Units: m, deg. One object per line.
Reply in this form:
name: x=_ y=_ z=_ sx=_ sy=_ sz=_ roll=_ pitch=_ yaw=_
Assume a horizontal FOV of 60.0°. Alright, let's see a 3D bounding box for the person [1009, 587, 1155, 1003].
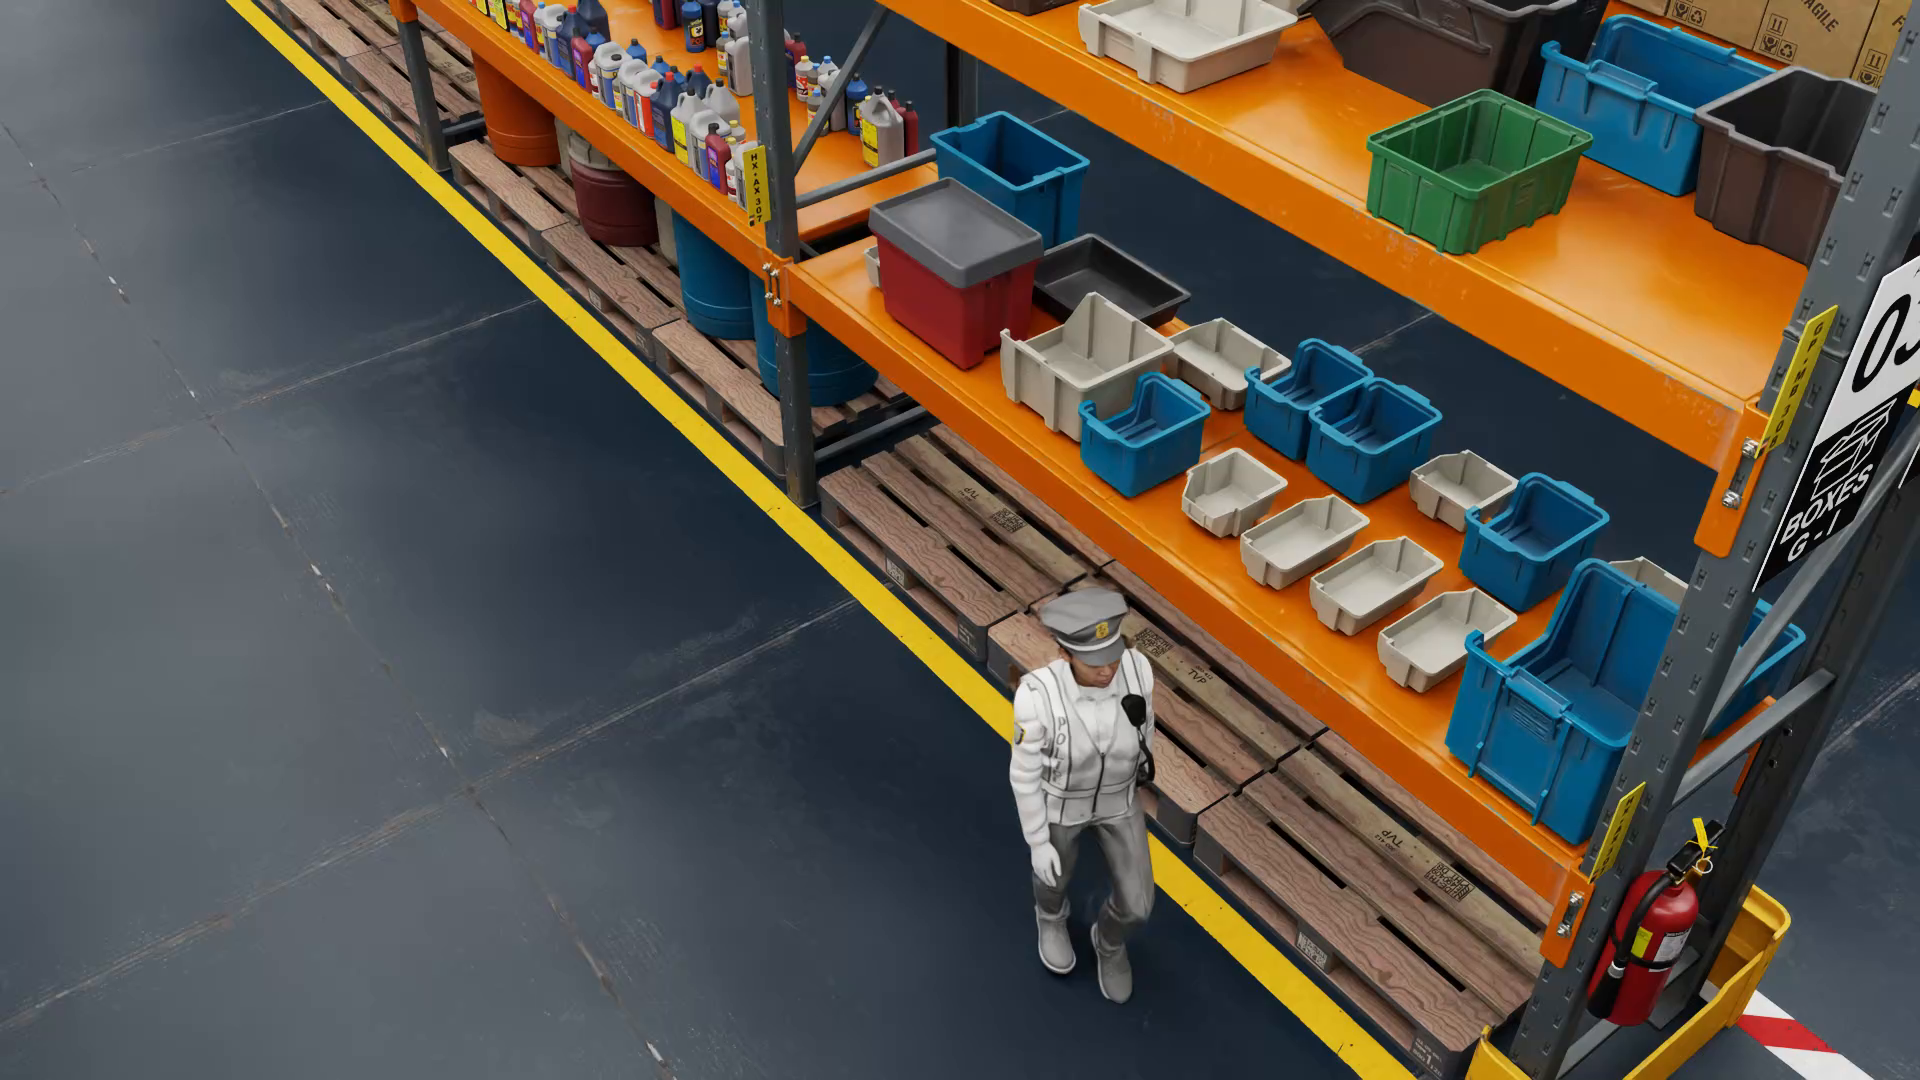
person: x=0.384 y=0.834 z=5.166 sx=0.495 sy=1.733 sz=0.481 roll=-9 pitch=41 yaw=-11
